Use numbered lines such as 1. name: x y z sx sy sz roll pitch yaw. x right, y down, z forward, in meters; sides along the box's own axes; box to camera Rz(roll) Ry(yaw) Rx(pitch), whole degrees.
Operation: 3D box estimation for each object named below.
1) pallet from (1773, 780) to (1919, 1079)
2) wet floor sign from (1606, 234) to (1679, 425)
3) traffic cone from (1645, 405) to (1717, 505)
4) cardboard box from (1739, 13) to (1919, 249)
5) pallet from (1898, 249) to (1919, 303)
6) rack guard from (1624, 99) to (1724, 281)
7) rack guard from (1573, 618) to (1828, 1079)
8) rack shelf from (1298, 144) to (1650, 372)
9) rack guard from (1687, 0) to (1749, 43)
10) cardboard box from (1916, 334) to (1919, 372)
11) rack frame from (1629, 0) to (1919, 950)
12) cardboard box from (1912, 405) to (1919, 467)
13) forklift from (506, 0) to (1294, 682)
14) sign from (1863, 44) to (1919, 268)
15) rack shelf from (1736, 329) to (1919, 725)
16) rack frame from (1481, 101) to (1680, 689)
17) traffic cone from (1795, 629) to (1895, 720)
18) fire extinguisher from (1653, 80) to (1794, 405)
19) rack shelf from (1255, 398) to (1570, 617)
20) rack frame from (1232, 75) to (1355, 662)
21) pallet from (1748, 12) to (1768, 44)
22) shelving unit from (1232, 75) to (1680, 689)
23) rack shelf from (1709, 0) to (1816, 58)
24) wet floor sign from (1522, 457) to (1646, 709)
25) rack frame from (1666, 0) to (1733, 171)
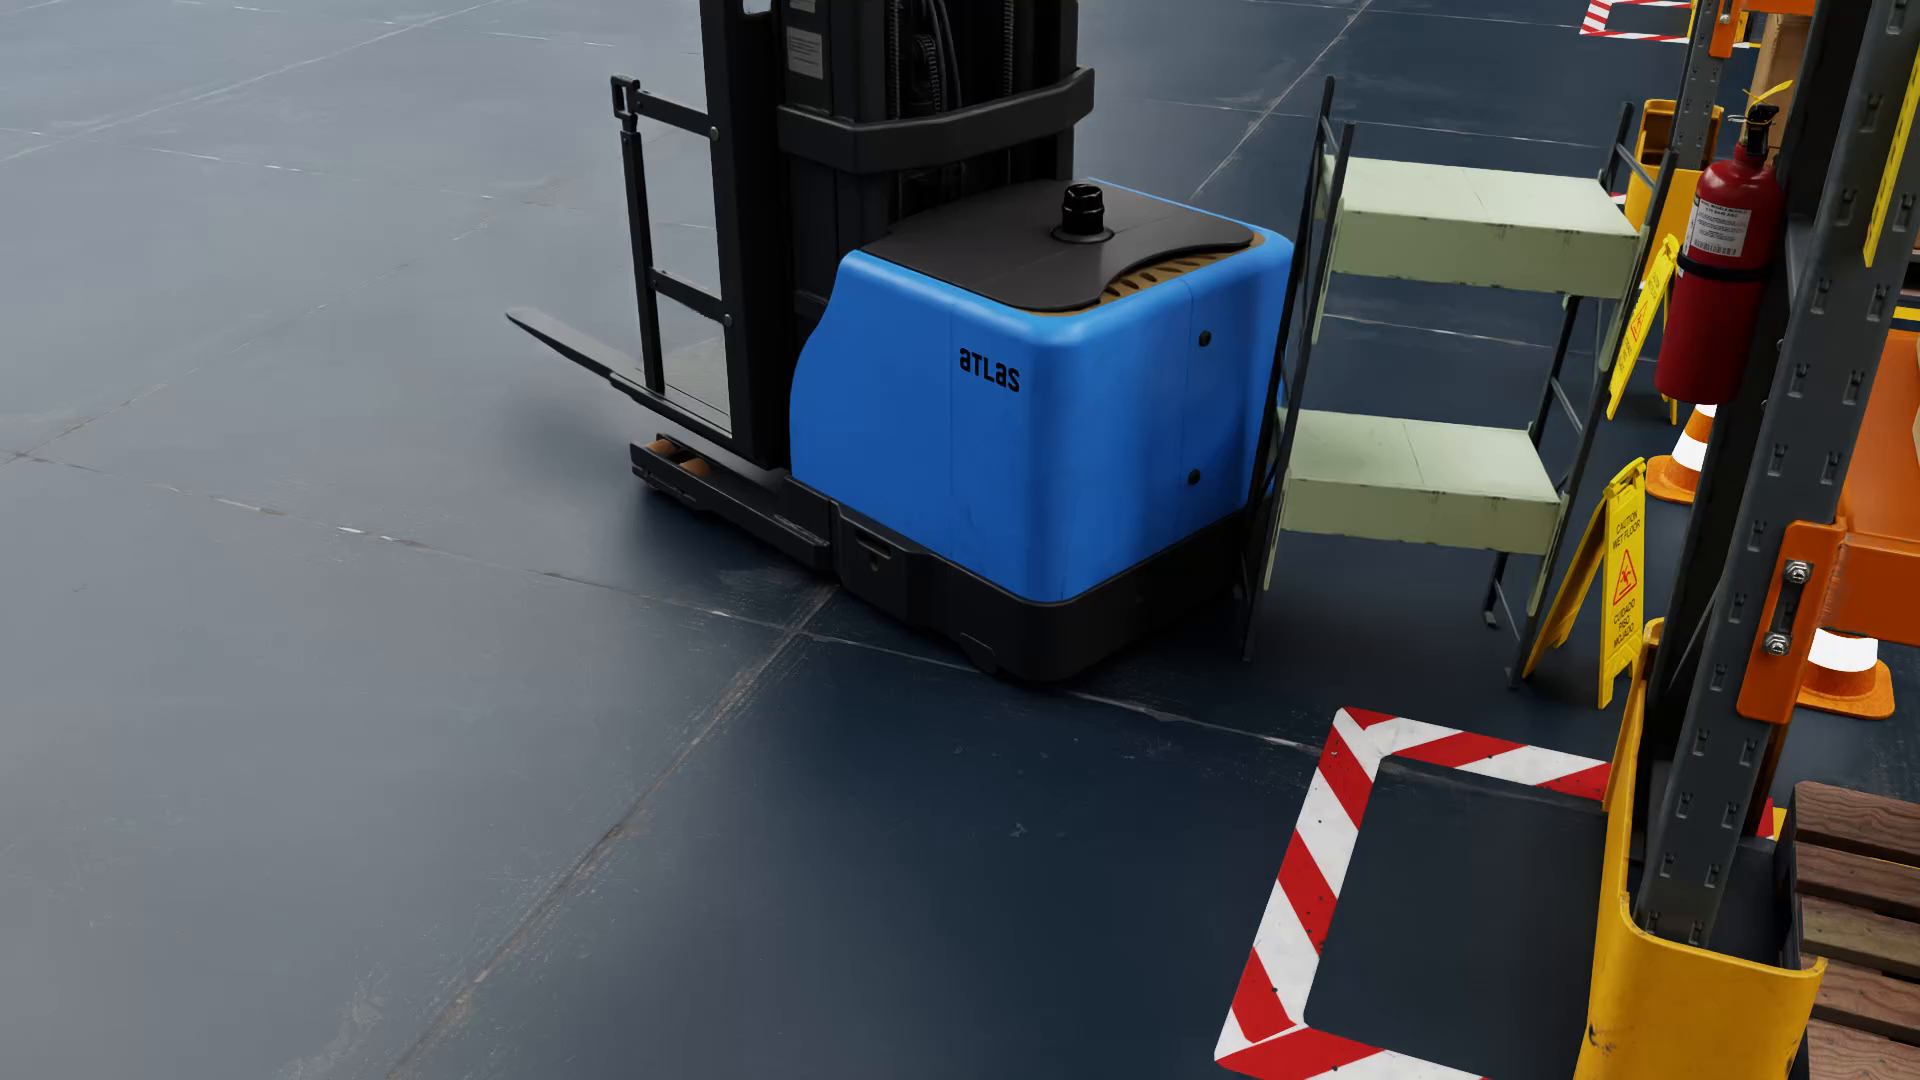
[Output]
1. pallet: 2.302 0.981 3.300 1.213 0.211 1.003 11 31 19
2. wet floor sign: 2.488 -0.767 5.951 0.232 0.644 0.267 6 30 11
3. traffic cone: 2.477 -0.387 5.464 0.334 0.463 0.336 11 31 19
4. cardboard box: 3.912 -1.852 7.211 0.875 0.875 0.875 11 31 19
5. pallet: 4.029 -1.363 7.447 1.213 0.211 1.003 11 31 19
6. rack guard: 3.237 -1.606 7.583 0.348 0.500 1.175 11 31 19
7. rack guard: 1.562 0.688 3.524 0.348 0.500 1.175 11 31 19
8. rack shelf: 1.240 -0.705 4.121 0.720 0.370 0.431 6 31 1
9. rack guard: 5.288 -3.830 11.518 0.348 0.500 1.175 11 31 19
10. cardboard box: 1.919 -0.333 3.046 0.250 0.149 0.380 12 32 21
11. rack frame: 1.492 -0.414 2.934 0.127 3.000 1.000 11 31 19
12. cardboard box: 1.729 -0.147 2.717 0.250 0.149 0.380 11 31 19
13. forklift: -0.445 -1.528 4.975 1.130 2.935 3.031 -25 38 -37
14. sign: 1.288 -0.543 2.283 0.005 0.325 0.100 11 31 19
15. rack shelf: 3.345 0.269 2.456 4.000 0.370 1.077 11 31 19
16. rack frame: 1.577 -0.337 4.313 0.023 1.500 0.400 6 31 1
17. traffic cone: 2.375 0.182 4.458 0.334 0.463 0.336 11 31 19
18. fire extinguisher: 1.559 -0.611 3.362 0.183 0.674 0.296 11 31 19
19. rack shelf: 1.190 -0.095 4.492 0.720 0.370 0.431 6 31 1
20. rack frame: 0.849 -0.408 4.332 0.023 1.500 0.400 6 31 1
21. pallet: 6.028 -3.538 11.295 1.213 0.211 1.003 11 31 19
22. shelving unit: 1.213 -0.373 4.323 0.755 1.500 0.431 6 31 1
23. rack shelf: 5.112 -2.006 6.482 4.000 0.370 1.077 11 31 19
24. wet floor sign: 1.718 0.088 4.438 0.232 0.644 0.267 24 37 36
25. rack frame: 3.259 -2.689 6.960 0.127 3.000 1.000 11 31 19
